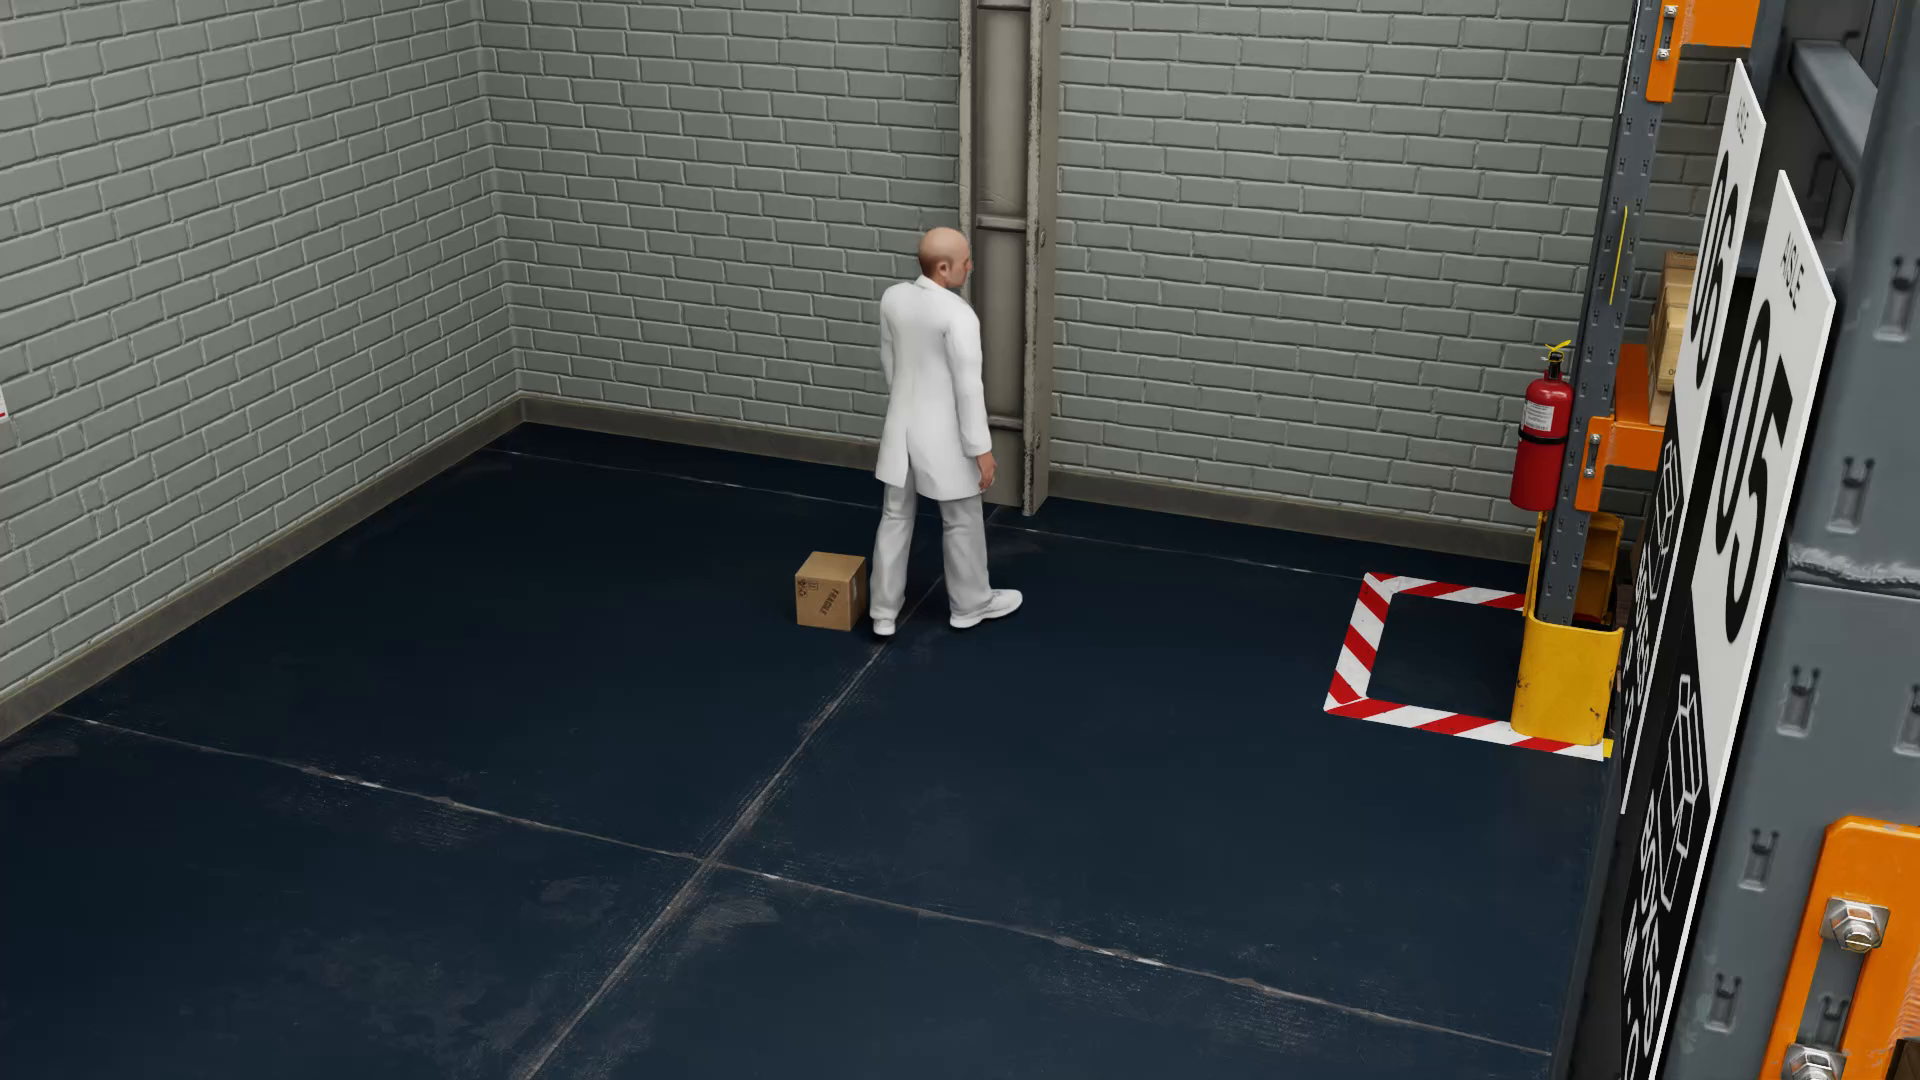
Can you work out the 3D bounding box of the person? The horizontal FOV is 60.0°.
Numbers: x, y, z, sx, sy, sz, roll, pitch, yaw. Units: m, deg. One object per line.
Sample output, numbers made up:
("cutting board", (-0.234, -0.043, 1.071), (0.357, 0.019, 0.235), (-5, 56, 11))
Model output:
("person", (-0.083, -0.449, 7.032), (0.639, 1.773, 0.670), (21, 32, 36))
